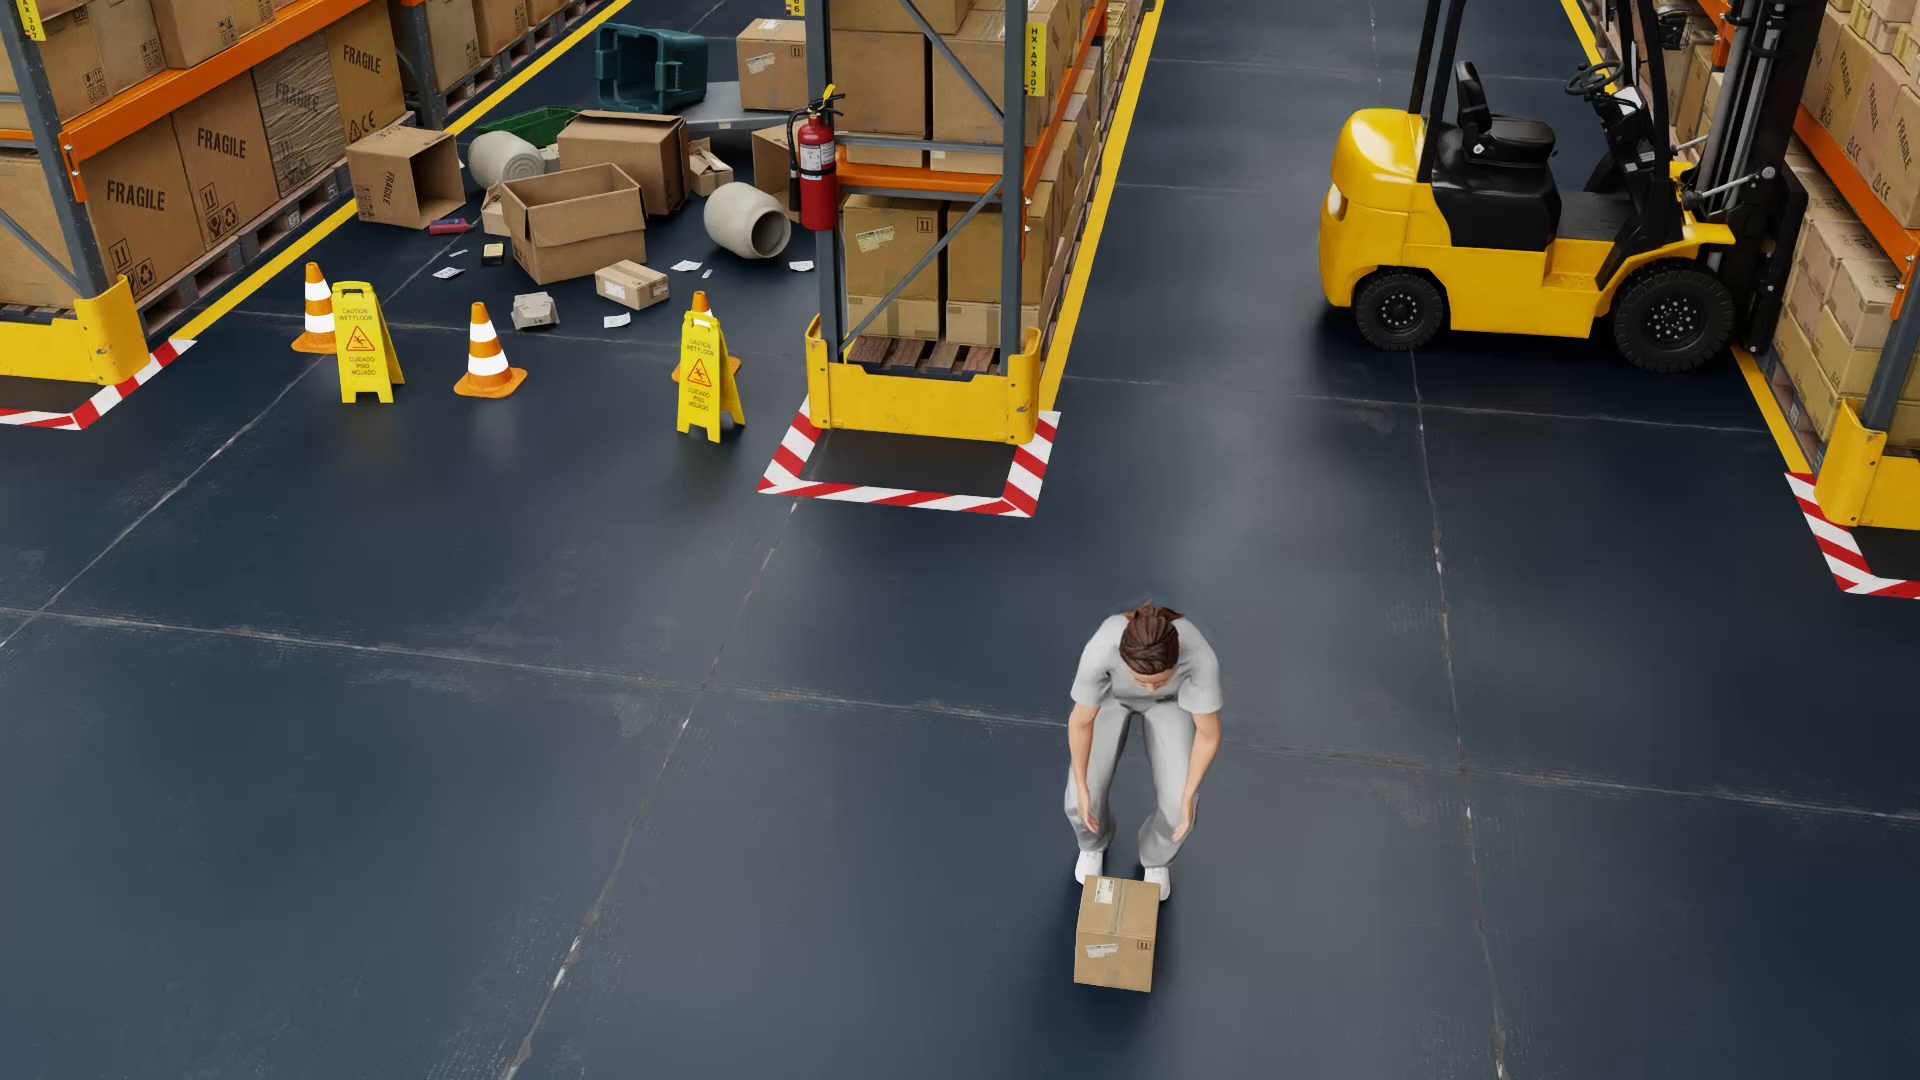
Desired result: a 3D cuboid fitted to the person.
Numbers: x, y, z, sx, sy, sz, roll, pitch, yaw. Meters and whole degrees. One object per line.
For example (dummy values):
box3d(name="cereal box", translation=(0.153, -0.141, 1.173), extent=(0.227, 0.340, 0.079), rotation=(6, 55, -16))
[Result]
box3d(name="person", translation=(0.609, 0.648, 5.499), extent=(0.493, 1.275, 0.697), rotation=(5, 33, 8))
